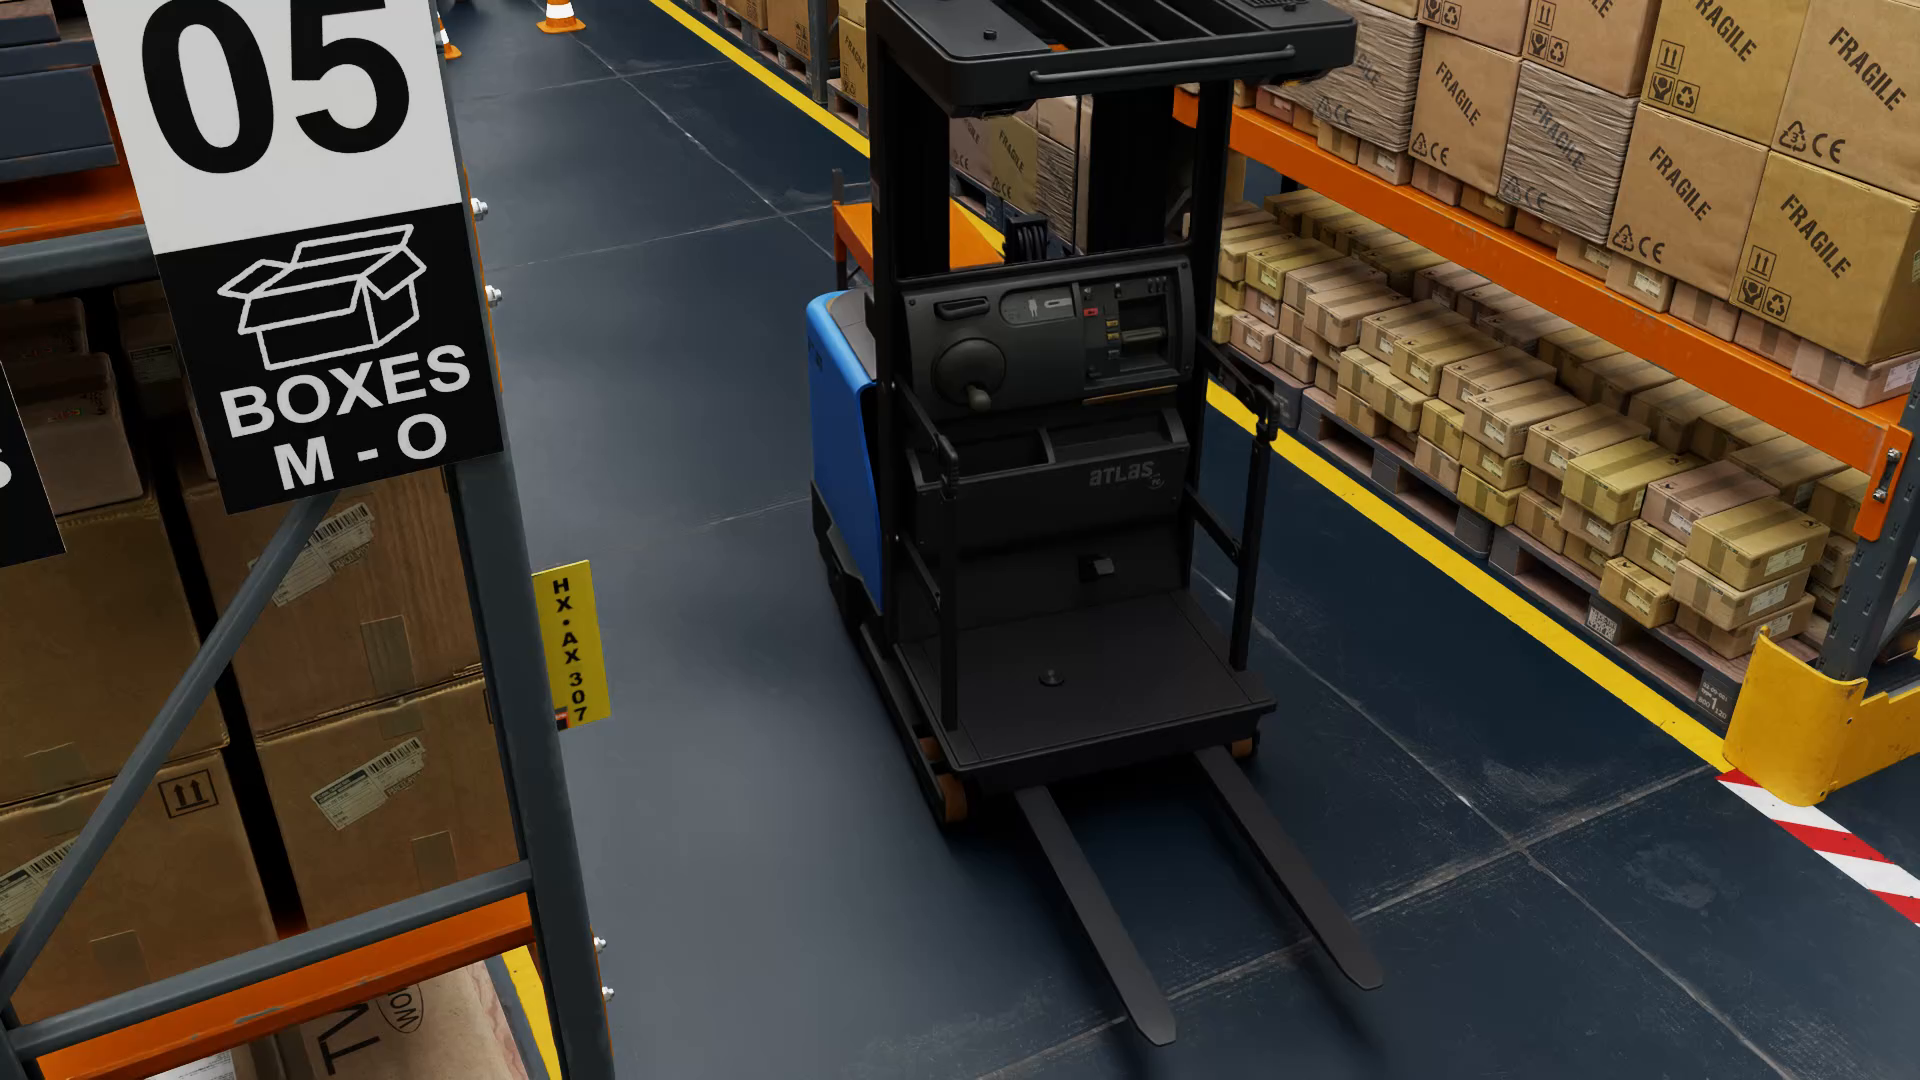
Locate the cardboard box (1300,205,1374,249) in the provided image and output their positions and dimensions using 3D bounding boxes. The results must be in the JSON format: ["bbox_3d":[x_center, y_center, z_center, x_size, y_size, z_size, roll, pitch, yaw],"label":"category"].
[{"bbox_3d":[1.868,-1.496,8.006,0.380,0.149,0.250,-15,36,-23],"label":"cardboard box"}]

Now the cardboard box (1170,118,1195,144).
[{"bbox_3d":[1.207,-2.344,8.861,0.500,0.250,0.500,-18,37,-25],"label":"cardboard box"}]

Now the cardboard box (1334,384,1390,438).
[{"bbox_3d":[1.844,-0.598,7.156,0.380,0.149,0.250,-17,36,-24],"label":"cardboard box"}]

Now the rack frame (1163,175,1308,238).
[{"bbox_3d":[1.317,-2.485,7.848,1.000,3.000,0.127,-16,36,-23],"label":"rack frame"}]

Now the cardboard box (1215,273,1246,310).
[{"bbox_3d":[1.401,-1.235,7.875,0.380,0.149,0.250,-16,36,-23],"label":"cardboard box"}]

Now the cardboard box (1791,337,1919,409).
[{"bbox_3d":[2.780,-0.555,5.068,0.380,0.149,0.250,-16,36,-23],"label":"cardboard box"}]

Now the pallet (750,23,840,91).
[{"bbox_3d":[-0.849,-3.615,12.197,1.003,0.211,1.213,-16,36,-23],"label":"pallet"}]

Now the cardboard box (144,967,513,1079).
[{"bbox_3d":[-1.546,1.329,3.880,0.875,0.438,0.875,-17,36,-25],"label":"cardboard box"}]

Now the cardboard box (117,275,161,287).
[{"bbox_3d":[-1.369,-0.292,3.405,0.500,0.500,0.500,-17,36,-24],"label":"cardboard box"}]

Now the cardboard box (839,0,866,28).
[{"bbox_3d":[-0.440,-3.444,10.578,0.500,0.250,0.500,-18,37,-25],"label":"cardboard box"}]

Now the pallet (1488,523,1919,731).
[{"bbox_3d":[2.799,0.165,6.297,1.003,0.211,1.213,-16,36,-23],"label":"pallet"}]

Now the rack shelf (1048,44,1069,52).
[{"bbox_3d":[0.385,-3.137,9.532,1.077,0.370,4.000,-16,36,-23],"label":"rack shelf"}]

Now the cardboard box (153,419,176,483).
[{"bbox_3d":[-1.849,-0.343,4.412,0.500,0.500,0.500,-15,35,-22],"label":"cardboard box"}]

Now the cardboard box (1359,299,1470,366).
[{"bbox_3d":[1.920,-0.871,7.031,0.380,0.149,0.250,-17,37,-25],"label":"cardboard box"}]

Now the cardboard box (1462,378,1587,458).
[{"bbox_3d":[2.173,-0.472,6.408,0.380,0.149,0.250,-15,35,-21],"label":"cardboard box"}]

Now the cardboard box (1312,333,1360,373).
[{"bbox_3d":[1.777,-0.861,7.291,0.380,0.149,0.250,-14,35,-21],"label":"cardboard box"}]

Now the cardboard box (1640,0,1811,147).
[{"bbox_3d":[2.513,-1.562,5.113,0.500,0.500,0.500,-17,36,-25],"label":"cardboard box"}]

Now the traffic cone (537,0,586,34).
[{"bbox_3d":[-3.123,-4.215,12.900,0.336,0.463,0.334,-16,36,-23],"label":"traffic cone"}]

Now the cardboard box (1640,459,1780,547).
[{"bbox_3d":[2.645,-0.126,5.869,0.380,0.149,0.250,-15,36,-22],"label":"cardboard box"}]

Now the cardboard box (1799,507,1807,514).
[{"bbox_3d":[3.087,-0.137,6.162,0.380,0.149,0.250,-16,36,-23],"label":"cardboard box"}]

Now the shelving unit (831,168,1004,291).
[{"bbox_3d":[-0.152,-0.894,7.102,0.538,1.125,1.048,-10,34,-15],"label":"shelving unit"}]

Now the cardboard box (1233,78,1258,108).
[{"bbox_3d":[1.346,-2.057,7.413,0.380,0.149,0.250,-15,36,-22],"label":"cardboard box"}]

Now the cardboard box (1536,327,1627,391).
[{"bbox_3d":[2.608,-0.762,6.860,0.380,0.149,0.250,-15,36,-22],"label":"cardboard box"}]

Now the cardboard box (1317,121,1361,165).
[{"bbox_3d":[1.698,-1.675,6.817,0.380,0.149,0.250,-15,36,-22],"label":"cardboard box"}]

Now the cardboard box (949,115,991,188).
[{"bbox_3d":[0.275,-2.390,9.628,0.500,0.500,0.500,-17,36,-24],"label":"cardboard box"}]

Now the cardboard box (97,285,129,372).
[{"bbox_3d":[-2.082,-0.395,3.567,0.500,0.500,0.500,-16,36,-23],"label":"cardboard box"}]

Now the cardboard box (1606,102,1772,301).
[{"bbox_3d":[2.510,-1.140,5.381,0.500,0.500,0.500,-16,36,-24],"label":"cardboard box"}]

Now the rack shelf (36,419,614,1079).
[{"bbox_3d":[-2.082,0.066,4.534,1.077,0.370,4.000,-16,36,-23],"label":"rack shelf"}]

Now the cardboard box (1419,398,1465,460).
[{"bbox_3d":[2.084,-0.476,6.691,0.380,0.149,0.250,-14,35,-21],"label":"cardboard box"}]

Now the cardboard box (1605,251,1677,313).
[{"bbox_3d":[2.428,-0.915,5.630,0.380,0.149,0.250,-15,36,-22],"label":"cardboard box"}]

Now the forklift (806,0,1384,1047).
[{"bbox_3d":[0.353,-0.570,4.923,1.130,2.935,3.031,-10,34,-15],"label":"forklift"}]

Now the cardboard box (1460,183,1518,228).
[{"bbox_3d":[2.119,-1.314,6.254,0.380,0.149,0.250,-15,36,-22],"label":"cardboard box"}]

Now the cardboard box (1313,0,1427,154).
[{"bbox_3d":[1.765,-1.869,6.518,0.500,0.500,0.500,-17,36,-24],"label":"cardboard box"}]

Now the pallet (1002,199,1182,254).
[{"bbox_3d":[0.953,-1.682,9.180,1.003,0.211,1.213,-16,36,-23],"label":"pallet"}]

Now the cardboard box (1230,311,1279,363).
[{"bbox_3d":[1.489,-0.974,7.744,0.380,0.149,0.250,-16,36,-23],"label":"cardboard box"}]

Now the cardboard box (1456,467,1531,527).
[{"bbox_3d":[2.195,-0.217,6.561,0.380,0.149,0.250,-18,37,-25],"label":"cardboard box"}]

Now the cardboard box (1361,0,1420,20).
[{"bbox_3d":[1.775,-2.305,6.272,0.500,0.500,0.500,-15,36,-22],"label":"cardboard box"}]

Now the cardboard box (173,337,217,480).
[{"bbox_3d":[-1.070,-0.258,2.752,0.380,0.149,0.250,-15,36,-22],"label":"cardboard box"}]

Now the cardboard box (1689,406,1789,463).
[{"bbox_3d":[3.000,-0.392,6.284,0.380,0.149,0.250,-16,36,-23],"label":"cardboard box"}]

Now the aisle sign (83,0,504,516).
[{"bbox_3d":[-0.859,-0.416,2.209,0.394,0.787,0.004,-16,36,-23],"label":"aisle sign"}]

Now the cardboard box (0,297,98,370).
[{"bbox_3d":[-1.634,-0.255,2.747,0.380,0.149,0.250,-15,36,-22],"label":"cardboard box"}]

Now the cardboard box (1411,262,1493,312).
[{"bbox_3d":[2.250,-1.129,7.434,0.380,0.149,0.250,-18,37,-25],"label":"cardboard box"}]

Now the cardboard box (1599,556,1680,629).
[{"bbox_3d":[2.543,0.151,5.987,0.380,0.149,0.250,-15,35,-22],"label":"cardboard box"}]

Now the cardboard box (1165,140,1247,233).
[{"bbox_3d":[1.207,-2.029,9.064,0.500,0.500,0.500,-14,35,-21],"label":"cardboard box"}]

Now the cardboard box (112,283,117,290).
[{"bbox_3d":[-2.796,-0.703,4.974,0.500,0.500,0.500,-16,36,-23],"label":"cardboard box"}]

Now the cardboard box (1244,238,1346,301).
[{"bbox_3d":[1.532,-1.241,7.608,0.380,0.149,0.250,-16,36,-24],"label":"cardboard box"}]

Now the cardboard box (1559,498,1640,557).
[{"bbox_3d":[2.440,-0.106,6.112,0.380,0.149,0.250,-17,37,-25],"label":"cardboard box"}]

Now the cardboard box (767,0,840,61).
[{"bbox_3d":[-0.752,-3.937,11.810,1.050,0.750,0.750,-16,36,-24],"label":"cardboard box"}]
